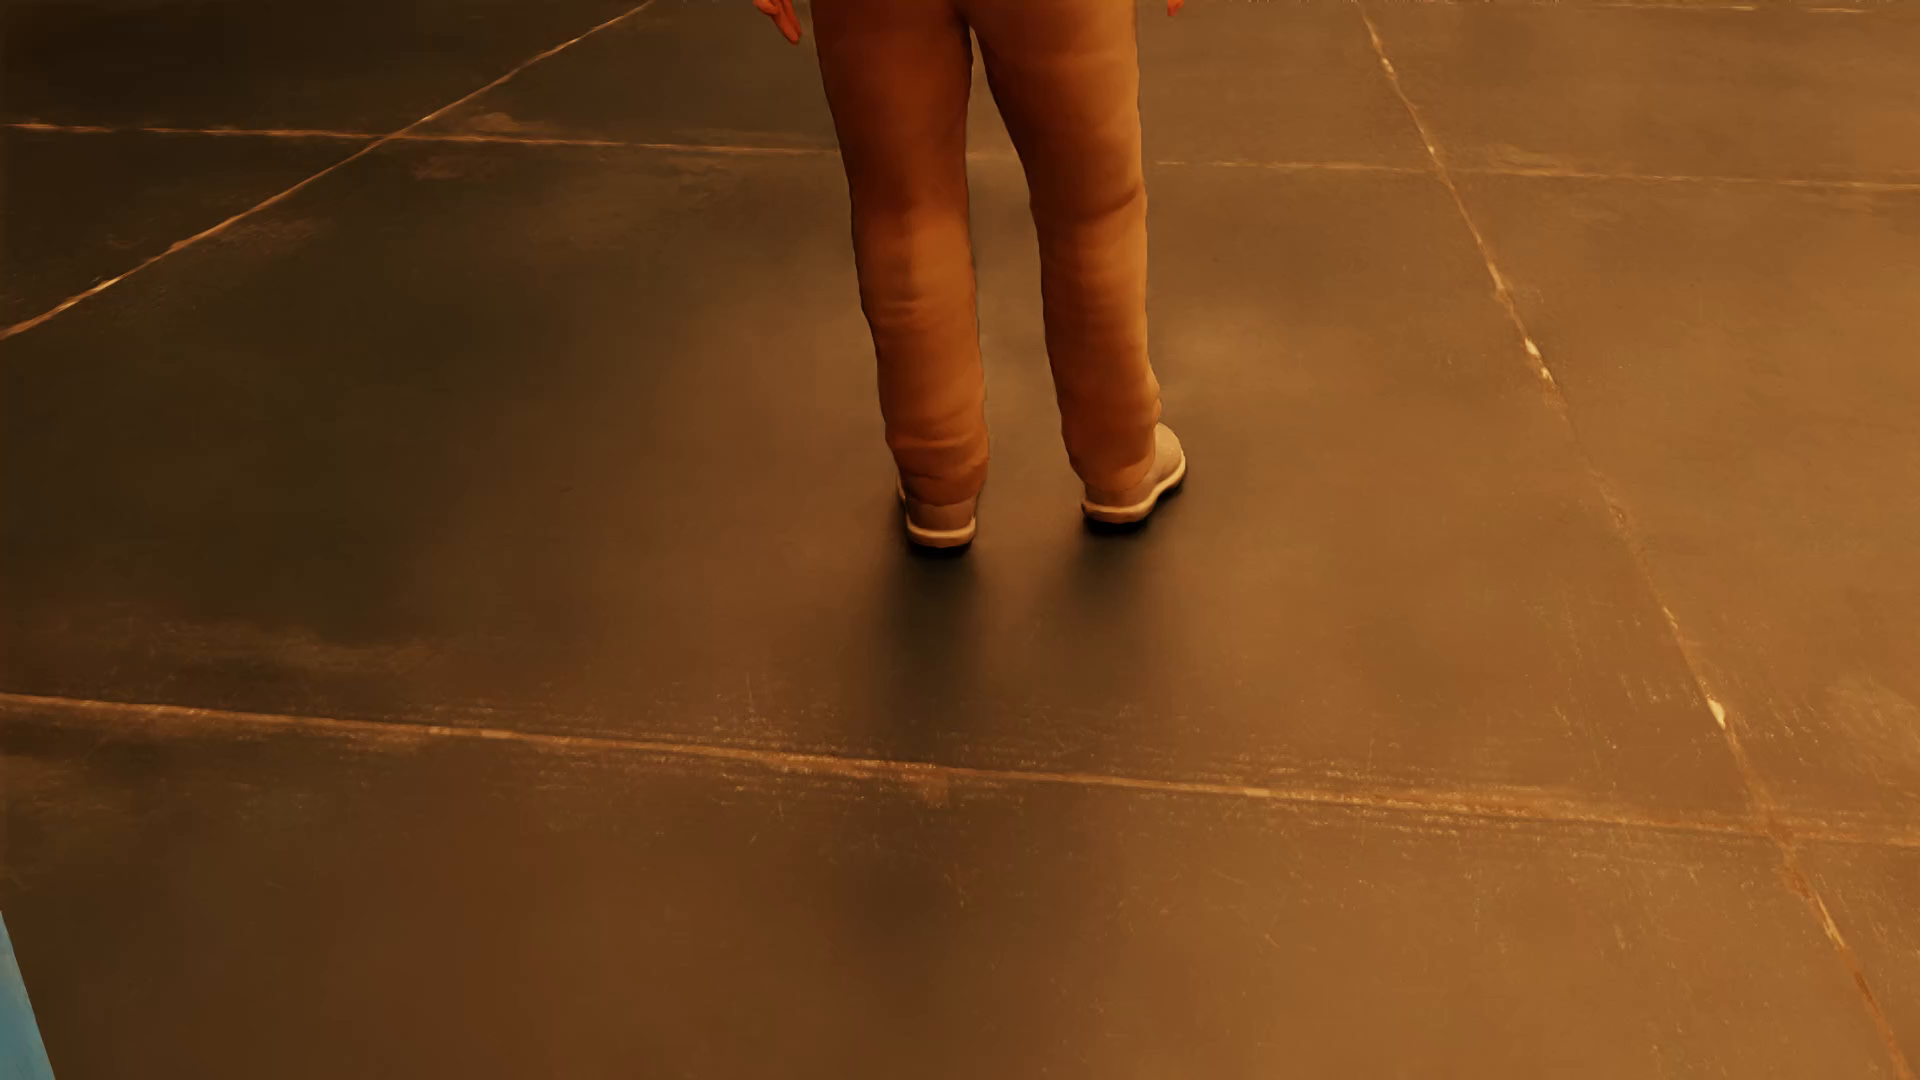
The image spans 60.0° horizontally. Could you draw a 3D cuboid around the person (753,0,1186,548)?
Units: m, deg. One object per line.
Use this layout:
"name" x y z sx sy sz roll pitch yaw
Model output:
"person" 0.024 -0.819 2.189 0.640 1.727 0.550 3 27 7
